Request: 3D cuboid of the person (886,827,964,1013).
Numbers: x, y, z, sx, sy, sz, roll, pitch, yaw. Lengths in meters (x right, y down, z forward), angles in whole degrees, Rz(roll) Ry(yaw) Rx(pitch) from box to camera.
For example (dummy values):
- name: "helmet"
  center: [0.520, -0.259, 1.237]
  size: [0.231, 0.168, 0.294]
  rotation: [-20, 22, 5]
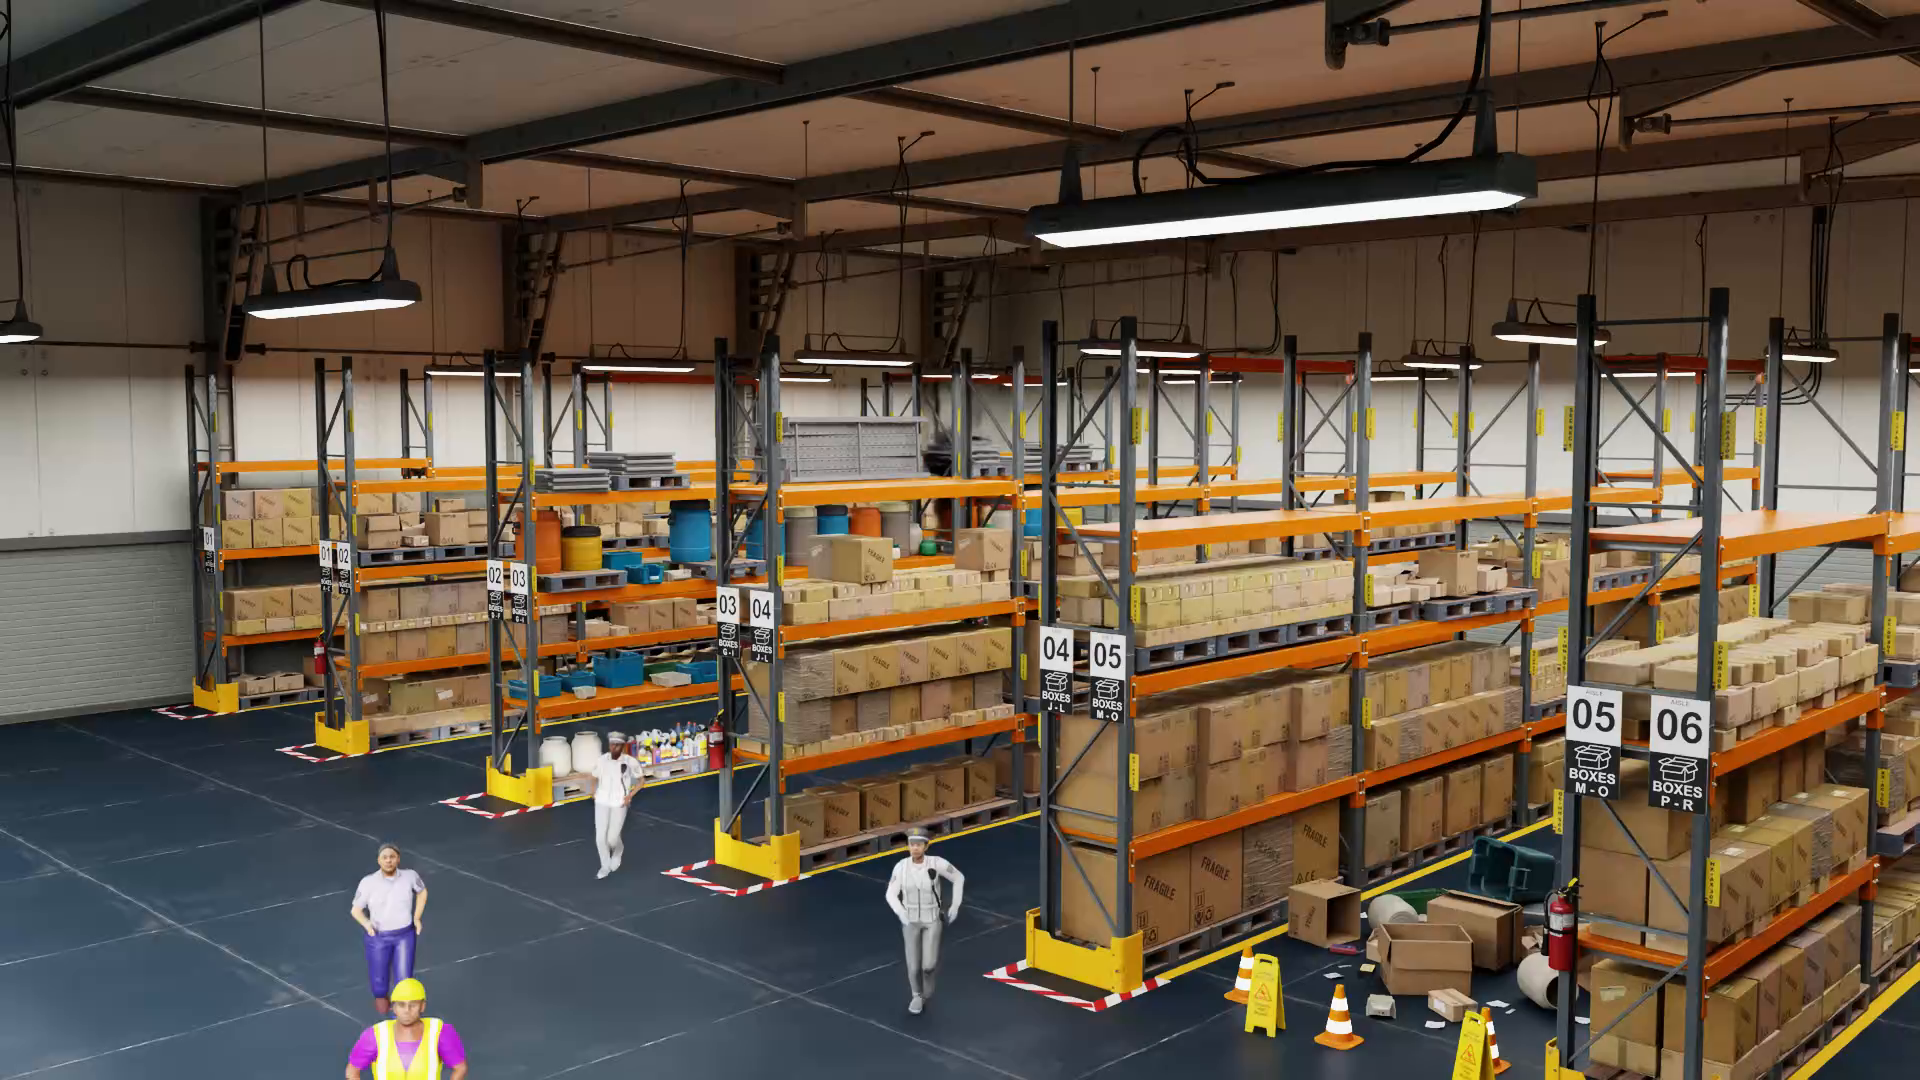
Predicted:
- name: "person"
  center: [-0.311, 3.257, 14.190]
  size: [0.648, 1.657, 0.645]
  rotation: [1, 4, 8]

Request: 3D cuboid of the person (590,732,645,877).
- name: "person"
  center: [-3.836, 2.934, 18.438]
  size: [0.596, 1.649, 0.578]
  rotation: [1, 4, 9]

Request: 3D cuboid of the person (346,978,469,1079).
- name: "person"
  center: [-3.390, 3.533, 10.227]
  size: [0.722, 1.728, 0.603]
  rotation: [-1, 5, -17]

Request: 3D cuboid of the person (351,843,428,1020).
- name: "person"
  center: [-4.693, 3.305, 13.720]
  size: [0.607, 1.639, 0.849]
  rotation: [-2, 5, -21]
